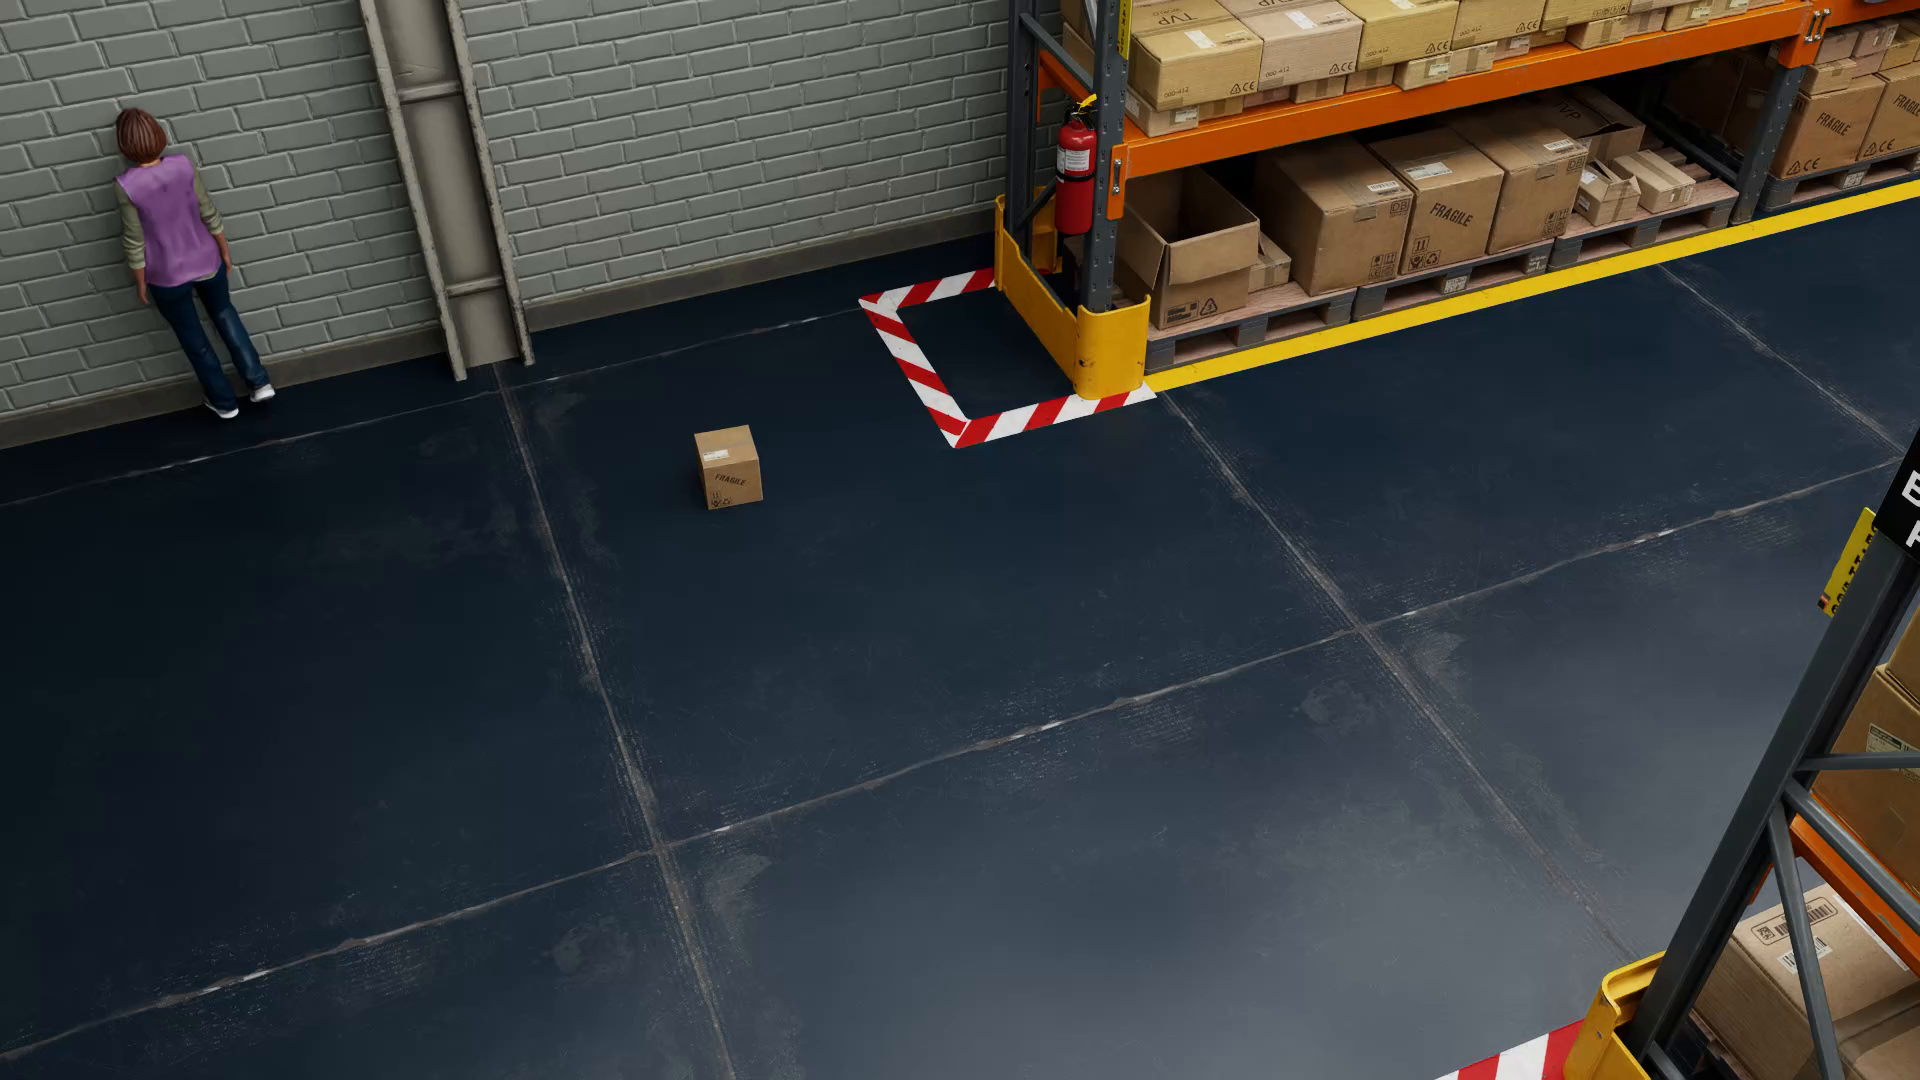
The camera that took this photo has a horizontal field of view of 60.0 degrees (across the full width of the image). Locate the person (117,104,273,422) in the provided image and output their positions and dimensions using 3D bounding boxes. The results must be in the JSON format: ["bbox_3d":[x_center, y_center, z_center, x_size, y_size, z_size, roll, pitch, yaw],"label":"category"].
[{"bbox_3d":[-3.493,-1.237,7.532,0.336,1.599,0.411,34,52,31],"label":"person"}]
